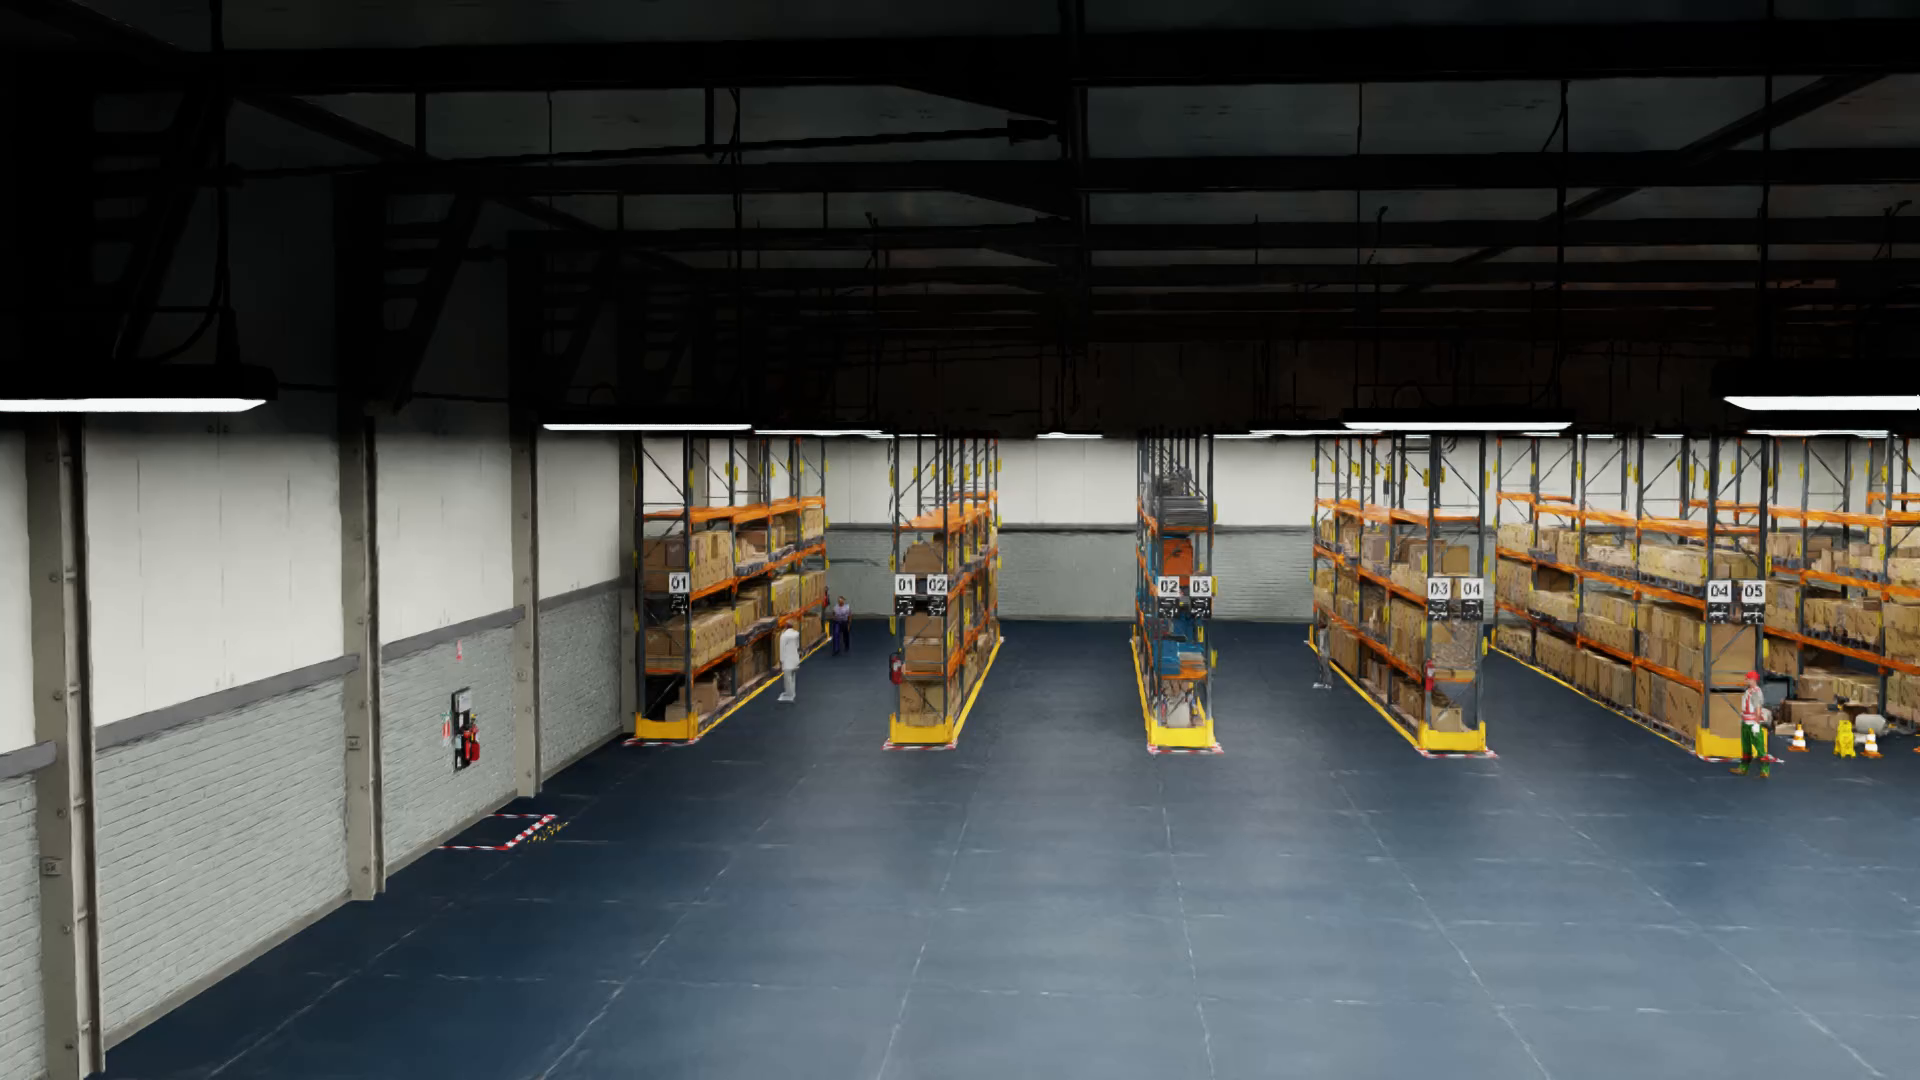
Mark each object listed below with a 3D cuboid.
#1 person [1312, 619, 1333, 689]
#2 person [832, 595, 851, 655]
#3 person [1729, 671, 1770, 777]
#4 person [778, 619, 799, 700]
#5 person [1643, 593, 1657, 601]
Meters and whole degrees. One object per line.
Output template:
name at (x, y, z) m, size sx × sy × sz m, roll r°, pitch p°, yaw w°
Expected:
person at (8.347, 2.618, 38.270) m, size 0.512 × 1.582 × 0.505 m, roll 1°, pitch 4°, yaw 23°
person at (-3.152, 2.254, 44.480) m, size 0.478 × 1.567 × 1.083 m, roll 0°, pitch 3°, yaw 2°
person at (13.492, 3.120, 28.391) m, size 0.578 × 1.790 × 0.727 m, roll 1°, pitch 3°, yaw 9°
person at (-3.804, 2.619, 36.594) m, size 0.550 × 1.782 × 0.636 m, roll 2°, pitch 4°, yaw 36°
person at (19.541, 2.055, 47.027) m, size 0.375 × 1.666 × 0.571 m, roll -2°, pitch 4°, yaw -27°
